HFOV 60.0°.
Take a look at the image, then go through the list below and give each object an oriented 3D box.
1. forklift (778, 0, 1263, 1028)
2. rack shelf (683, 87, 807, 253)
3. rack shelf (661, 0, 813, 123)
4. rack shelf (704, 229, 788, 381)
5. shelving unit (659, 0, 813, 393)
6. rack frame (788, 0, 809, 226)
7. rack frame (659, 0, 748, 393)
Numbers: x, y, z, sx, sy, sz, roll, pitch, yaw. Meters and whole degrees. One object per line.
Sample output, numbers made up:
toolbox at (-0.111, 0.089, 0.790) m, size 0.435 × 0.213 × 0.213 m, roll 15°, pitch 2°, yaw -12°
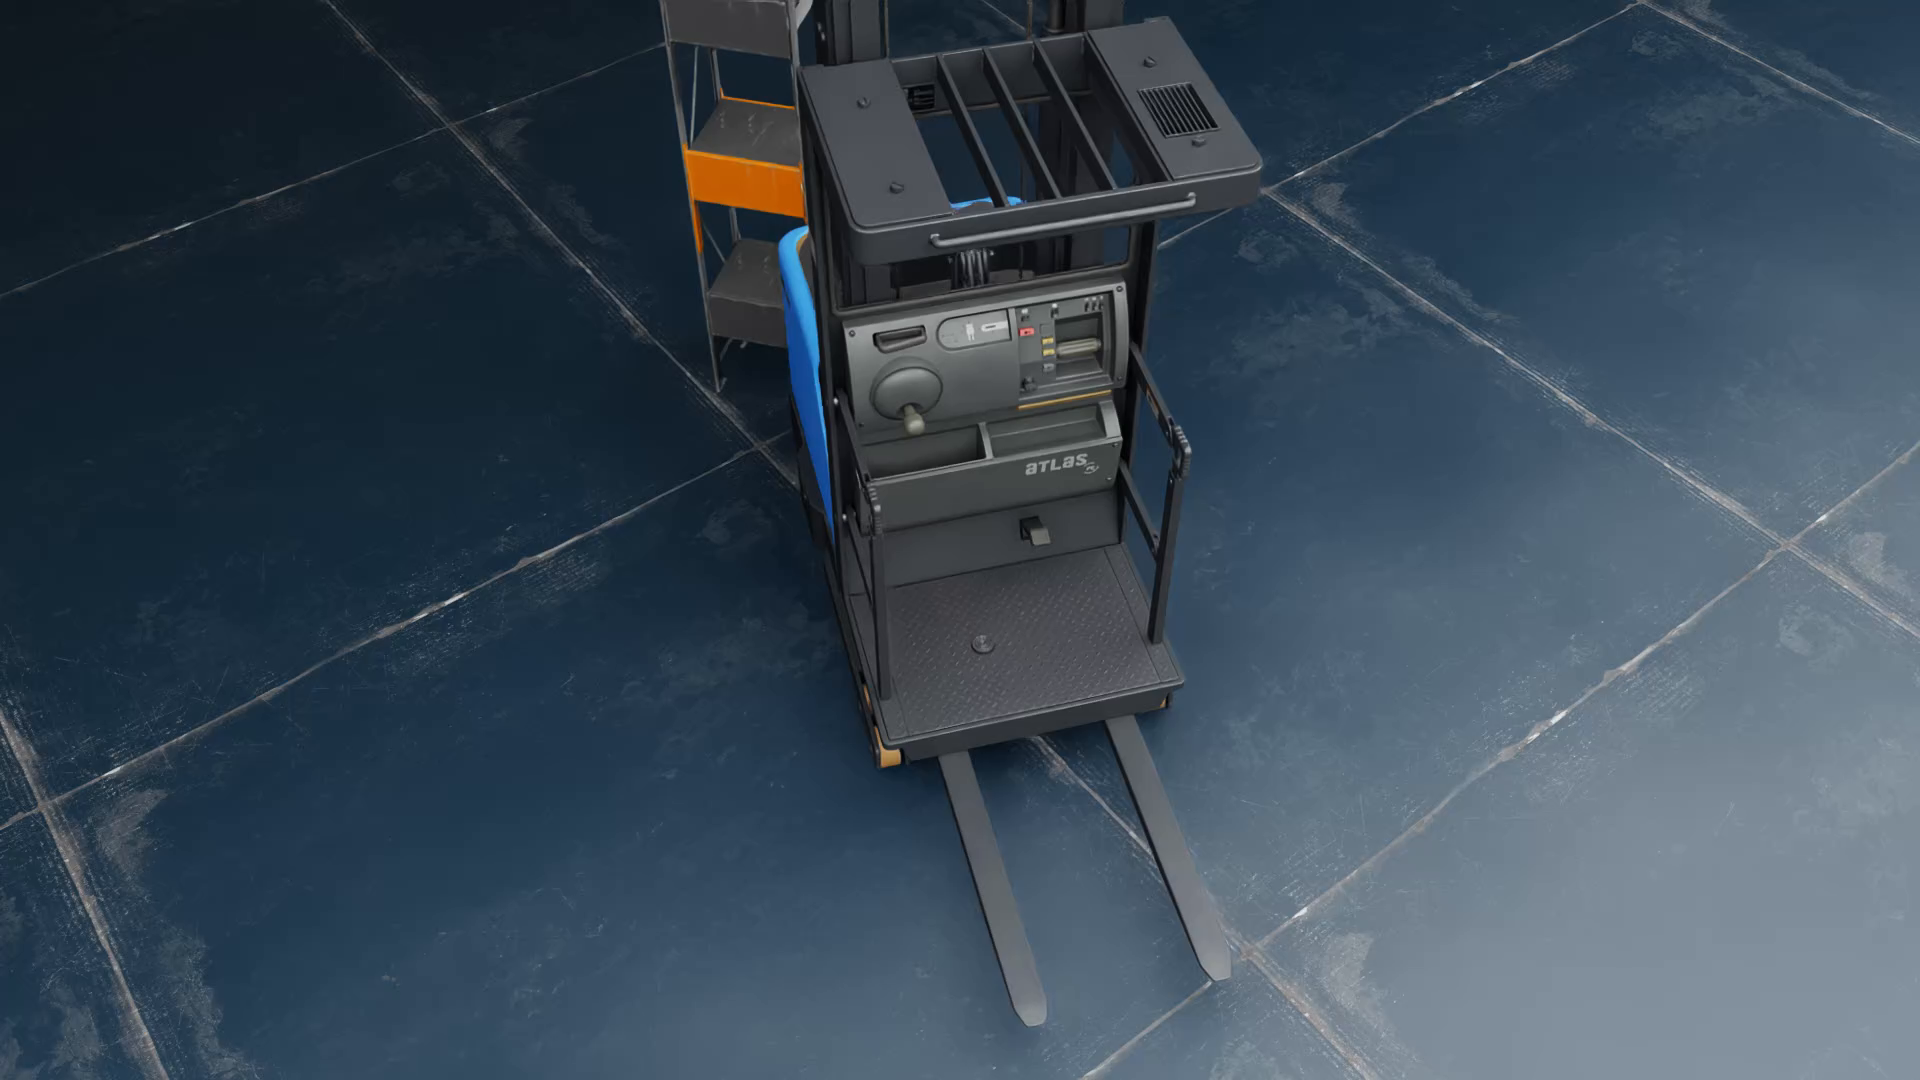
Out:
forklift at (0.149, -0.489, 5.214) m, size 1.130 × 2.935 × 3.031 m, roll -11°, pitch 49°, yaw -10°
rack shelf at (-0.779, -1.442, 6.657) m, size 0.480 × 0.518 × 0.431 m, roll 11°, pitch 49°, yaw 10°
rack shelf at (-0.779, -1.912, 6.138) m, size 0.480 × 0.518 × 0.431 m, roll 11°, pitch 49°, yaw 10°
rack shelf at (-0.779, -0.972, 7.176) m, size 0.480 × 0.518 × 0.431 m, roll 11°, pitch 49°, yaw 10°
shelving unit at (-0.779, -1.451, 6.647) m, size 0.503 × 2.100 × 0.431 m, roll 11°, pitch 49°, yaw 10°
rack frame at (-0.543, -1.404, 6.604) m, size 0.015 × 2.100 × 0.400 m, roll 11°, pitch 49°, yaw 10°
rack frame at (-1.015, -1.498, 6.690) m, size 0.015 × 2.100 × 0.400 m, roll 11°, pitch 49°, yaw 10°
